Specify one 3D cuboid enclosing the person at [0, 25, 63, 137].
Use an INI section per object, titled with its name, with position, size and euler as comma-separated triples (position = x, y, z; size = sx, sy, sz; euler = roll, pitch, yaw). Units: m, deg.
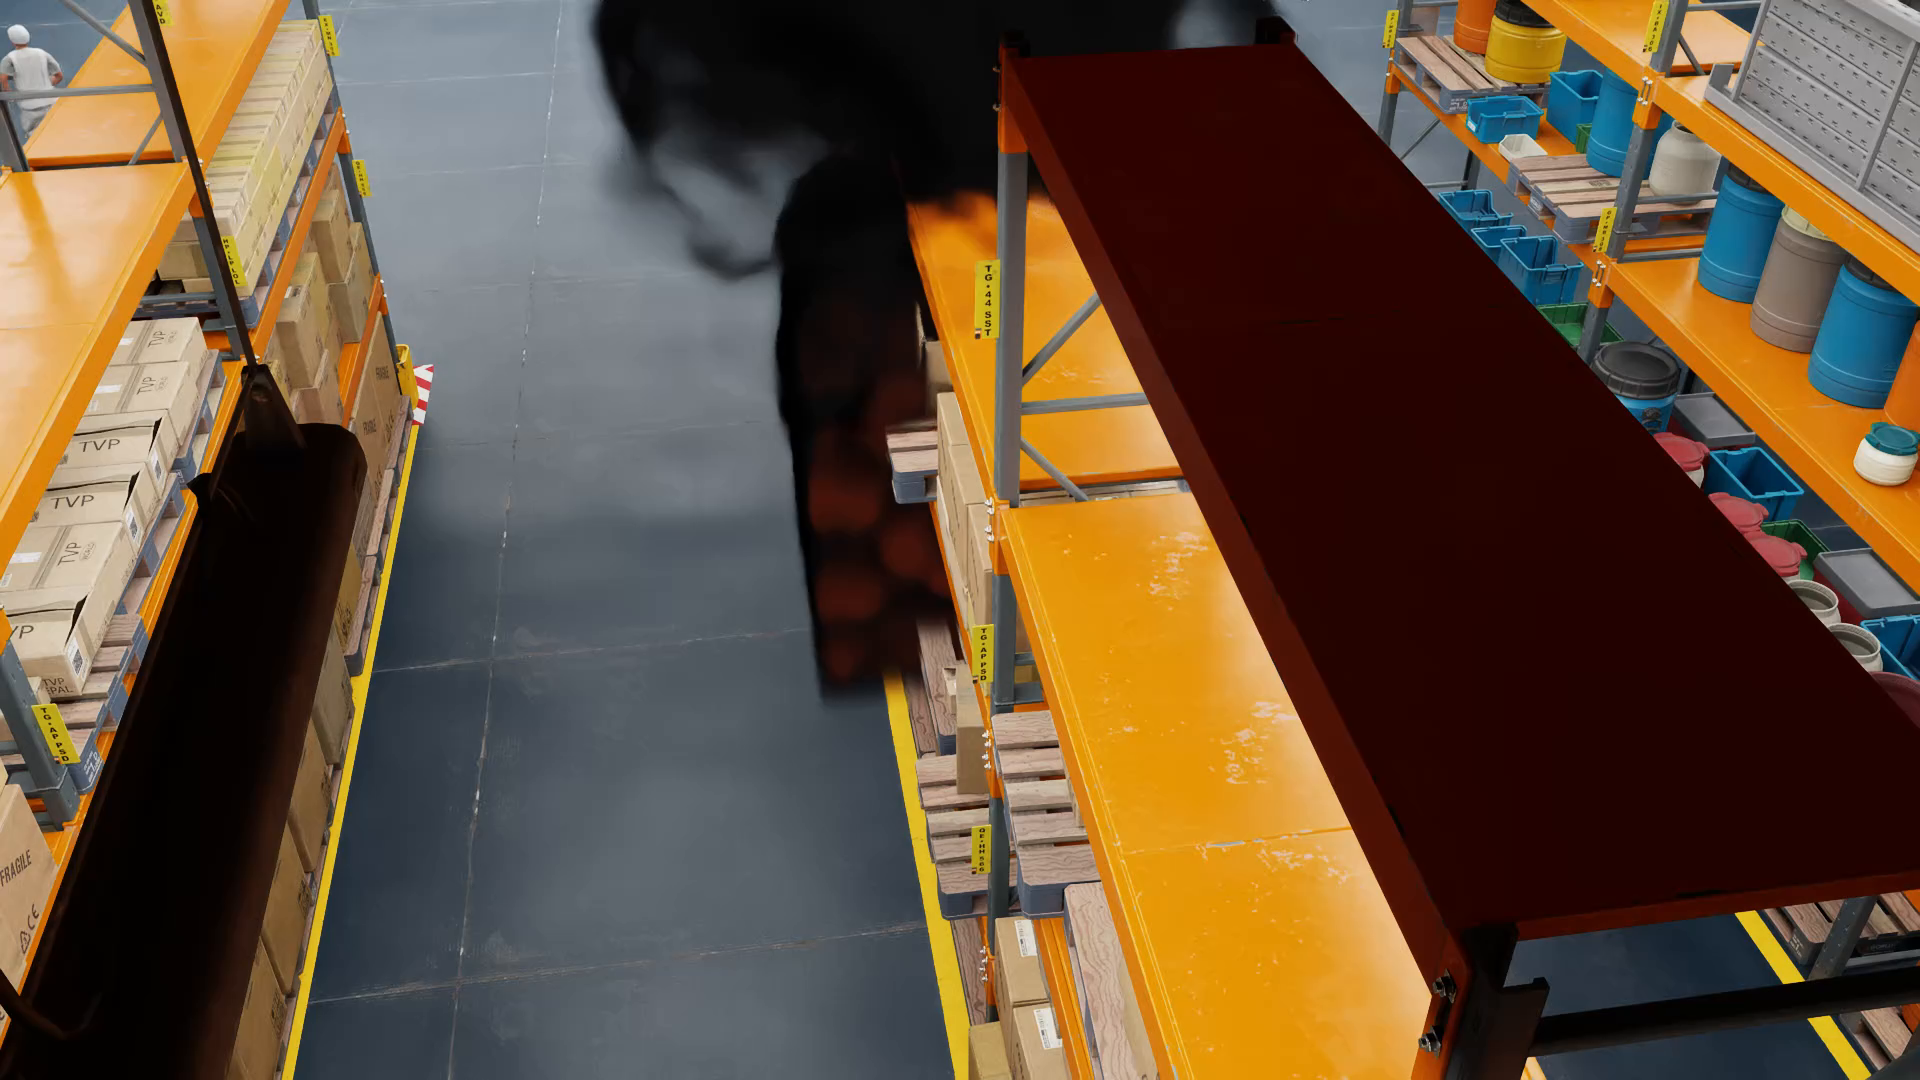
[person]
position = -10.372, -4.912, 18.673
size = 0.699, 1.742, 0.656
euler = -29, 45, -33
